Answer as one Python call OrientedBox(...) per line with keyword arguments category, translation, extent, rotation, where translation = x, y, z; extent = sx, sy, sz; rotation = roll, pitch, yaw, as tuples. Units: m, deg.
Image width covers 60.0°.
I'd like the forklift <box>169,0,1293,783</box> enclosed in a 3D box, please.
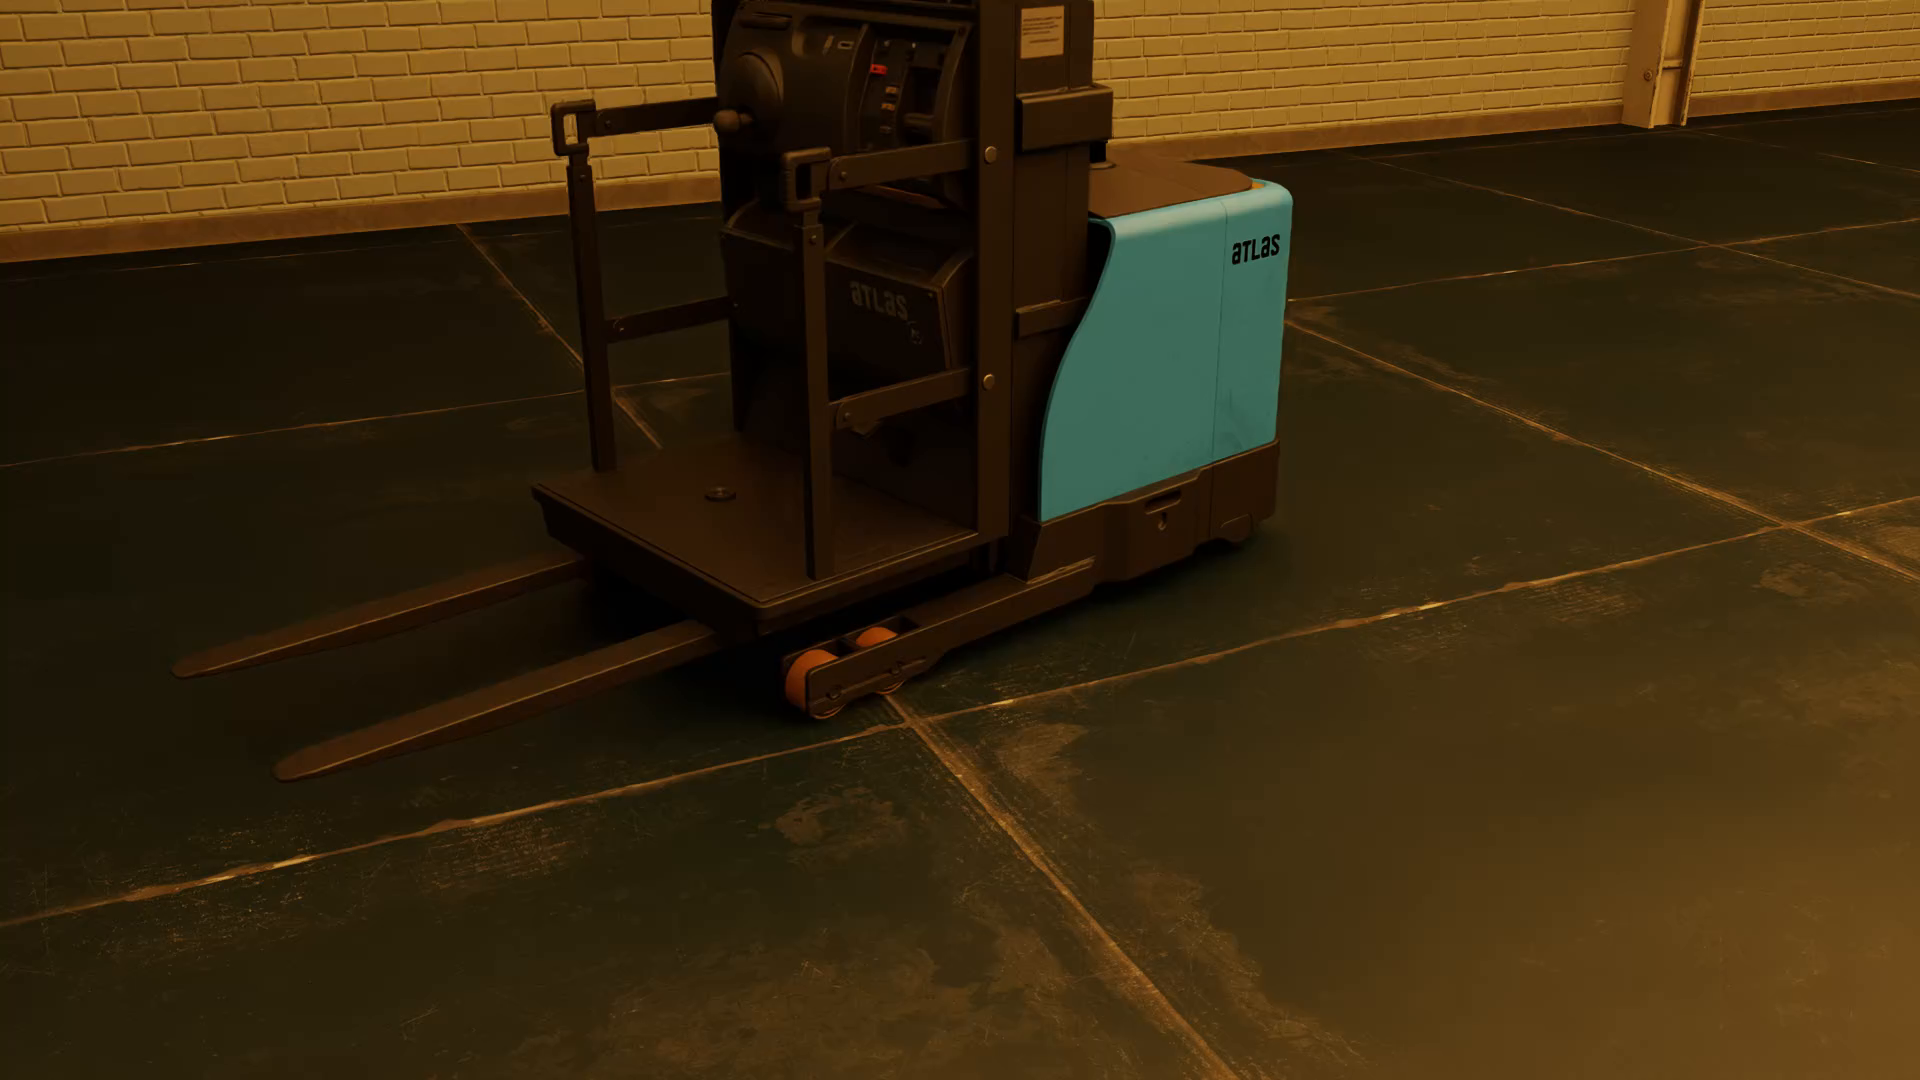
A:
OrientedBox(category="forklift", translation=(-0.464, -1.143, 4.037), extent=(3.031, 2.935, 1.130), rotation=(-19, 29, -38))
